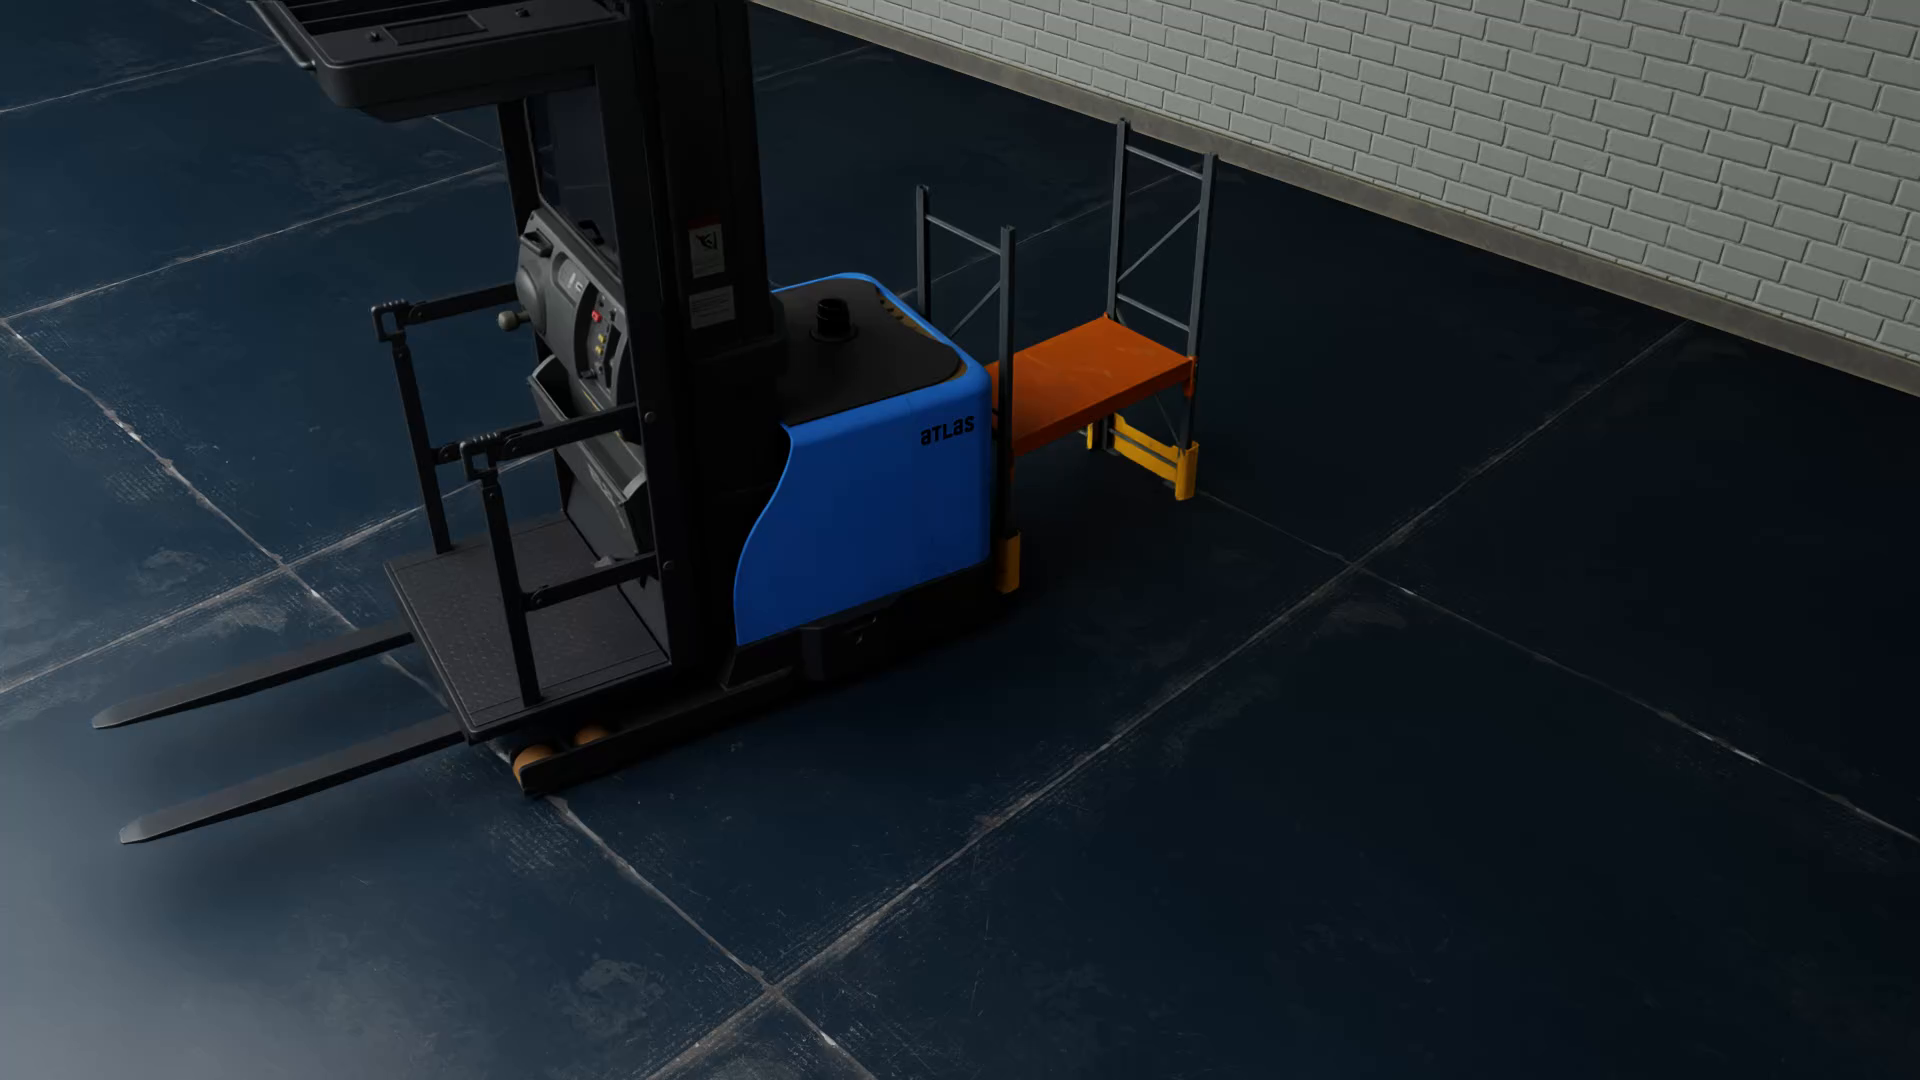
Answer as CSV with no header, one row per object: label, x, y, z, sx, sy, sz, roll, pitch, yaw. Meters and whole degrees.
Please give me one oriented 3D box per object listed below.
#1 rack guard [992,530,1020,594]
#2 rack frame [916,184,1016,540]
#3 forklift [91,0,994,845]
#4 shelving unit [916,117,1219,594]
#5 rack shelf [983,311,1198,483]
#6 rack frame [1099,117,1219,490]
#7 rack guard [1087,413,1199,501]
rack guard,0.017,-0.033,6.579,0.087,0.250,0.587,-26,43,-32
rack frame,0.016,-0.545,6.221,0.032,1.500,0.500,-26,43,-32
forklift,-1.406,-0.702,5.195,3.031,2.935,1.130,-19,39,-25
shelving unit,0.395,-0.731,6.487,1.083,1.500,0.587,-26,43,-32
rack shelf,0.402,-0.587,6.595,1.000,0.185,0.538,-26,43,-32
rack frame,0.789,-0.923,6.763,0.032,1.500,0.500,-26,43,-32
rack guard,0.774,-0.403,7.110,0.087,0.250,0.587,-26,43,-32
